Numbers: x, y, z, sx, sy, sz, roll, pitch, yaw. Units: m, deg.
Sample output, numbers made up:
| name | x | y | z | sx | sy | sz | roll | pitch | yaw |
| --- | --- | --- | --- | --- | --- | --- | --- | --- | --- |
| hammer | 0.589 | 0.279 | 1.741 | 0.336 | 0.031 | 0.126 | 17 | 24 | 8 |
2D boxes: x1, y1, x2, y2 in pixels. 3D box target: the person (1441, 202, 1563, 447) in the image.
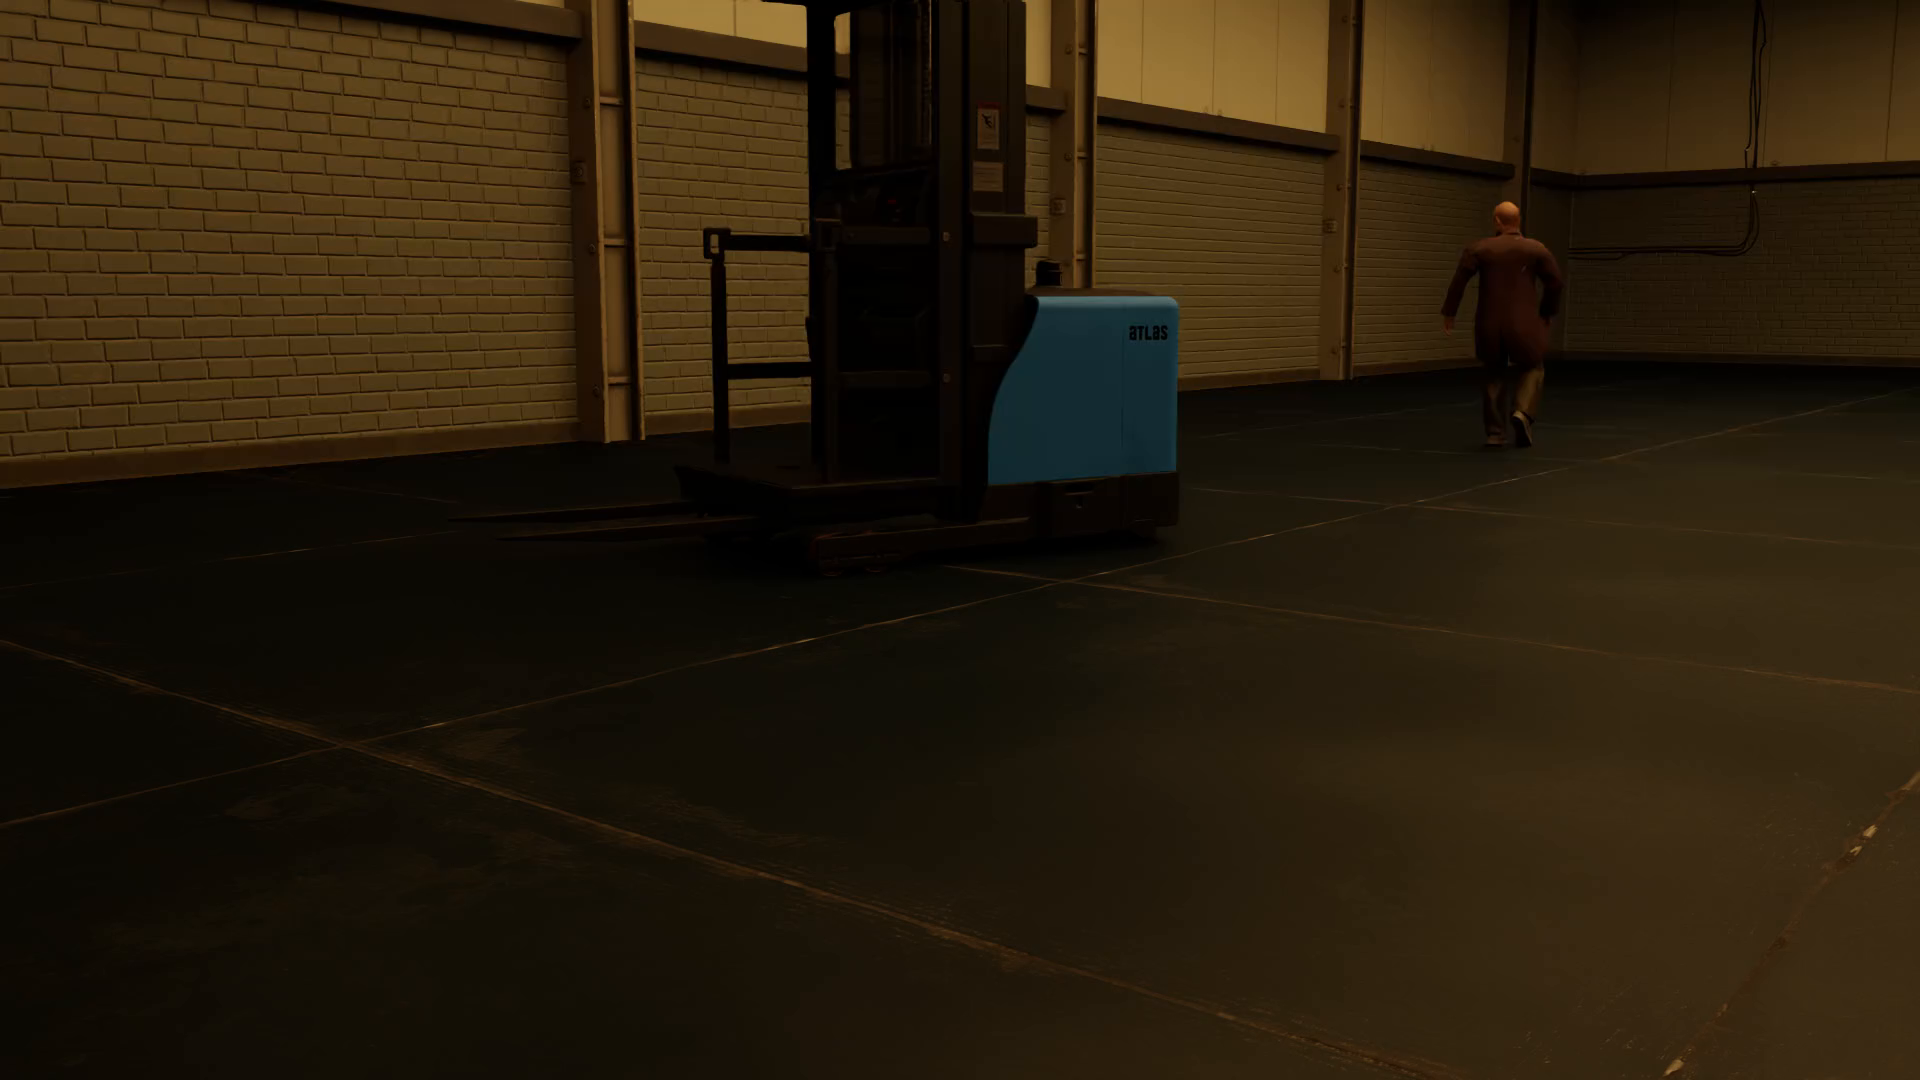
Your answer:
| name | x | y | z | sx | sy | sz | roll | pitch | yaw |
| --- | --- | --- | --- | --- | --- | --- | --- | --- | --- |
| person | 3.906 | -1.545 | 12.002 | 0.831 | 1.755 | 0.517 | 5 | 10 | 32 |

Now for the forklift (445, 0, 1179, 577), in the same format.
| name | x | y | z | sx | sy | sz | roll | pitch | yaw |
| --- | --- | --- | --- | --- | --- | --- | --- | --- | --- |
| forklift | -0.545 | -1.393 | 6.804 | 3.031 | 2.935 | 1.130 | -5 | 10 | -32 |
